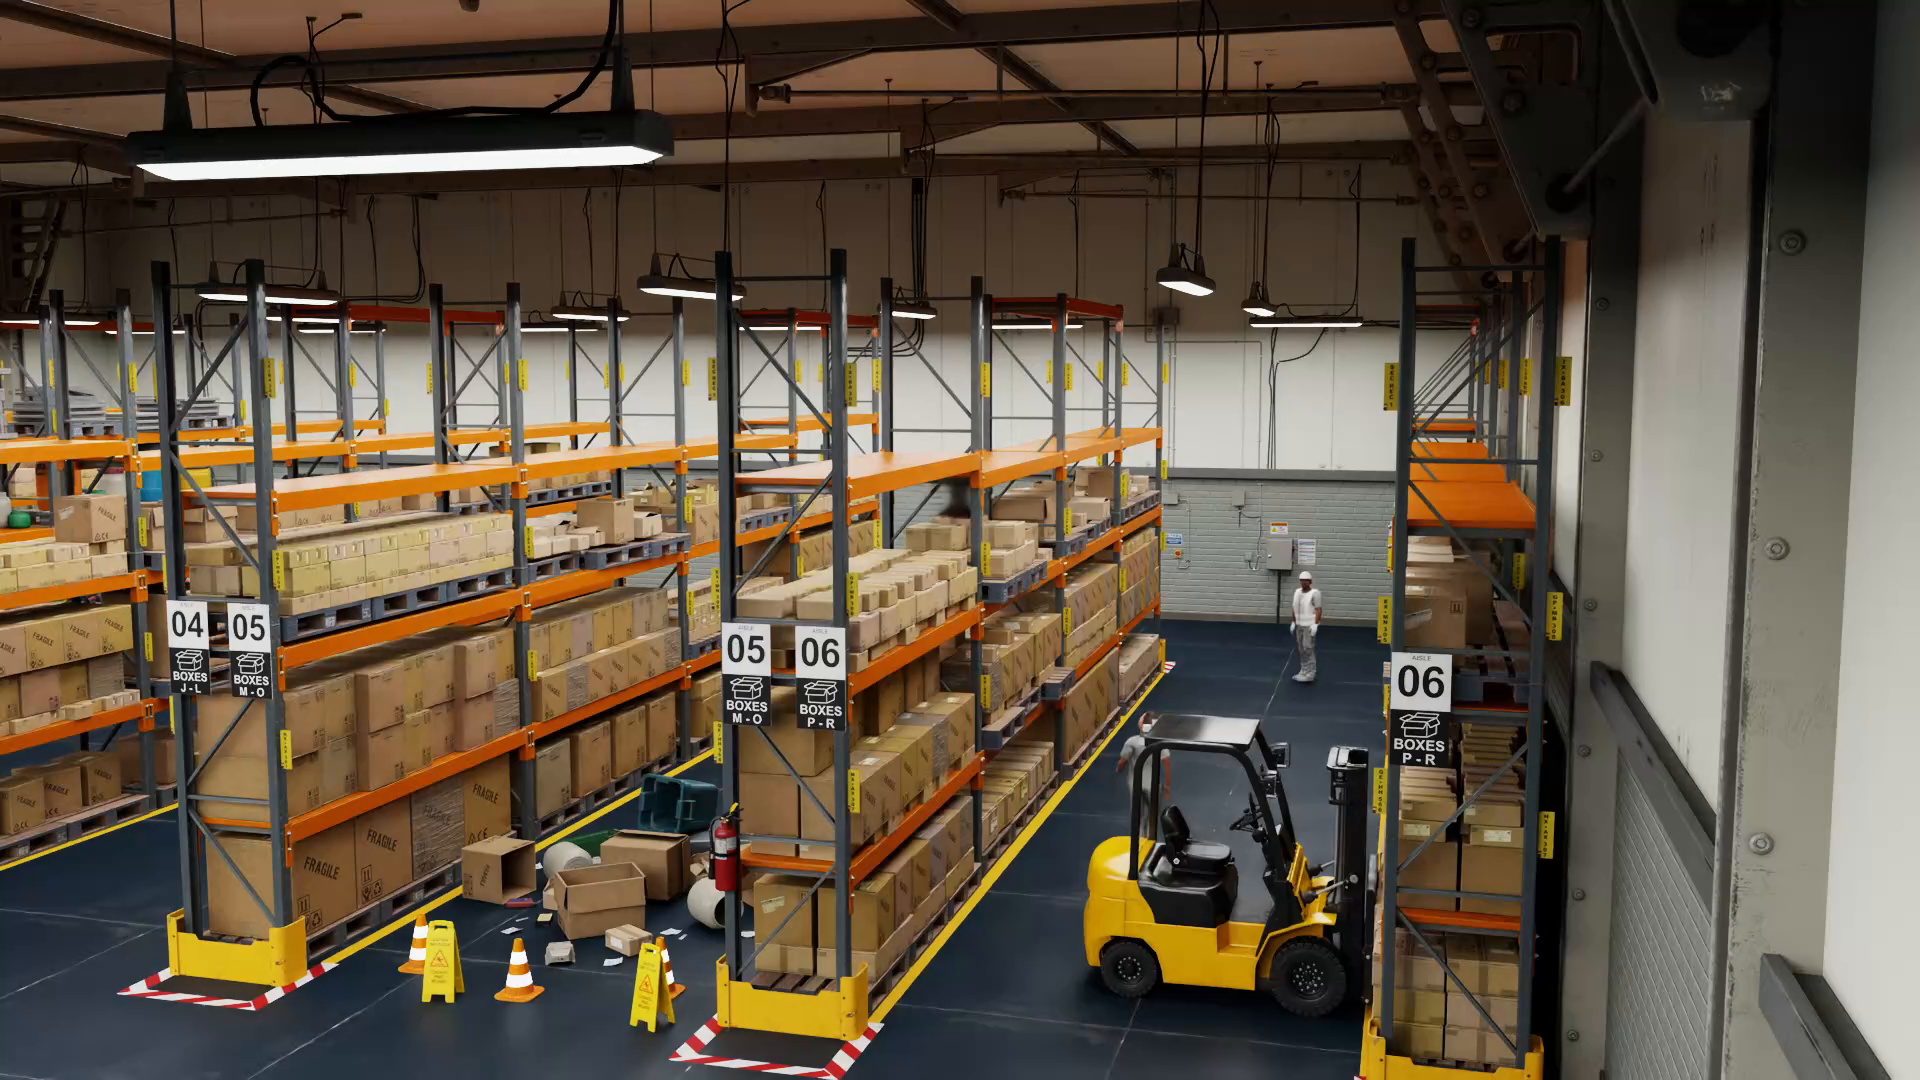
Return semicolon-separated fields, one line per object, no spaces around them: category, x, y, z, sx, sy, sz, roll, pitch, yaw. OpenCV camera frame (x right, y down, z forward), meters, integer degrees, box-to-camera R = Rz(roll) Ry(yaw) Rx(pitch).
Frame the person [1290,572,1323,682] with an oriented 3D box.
person;5.640;1.409;27.074;0.377;1.797;0.613;-2;6;-20

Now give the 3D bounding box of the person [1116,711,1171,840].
person;1.864;2.582;17.082;0.603;1.669;0.637;1;6;13
